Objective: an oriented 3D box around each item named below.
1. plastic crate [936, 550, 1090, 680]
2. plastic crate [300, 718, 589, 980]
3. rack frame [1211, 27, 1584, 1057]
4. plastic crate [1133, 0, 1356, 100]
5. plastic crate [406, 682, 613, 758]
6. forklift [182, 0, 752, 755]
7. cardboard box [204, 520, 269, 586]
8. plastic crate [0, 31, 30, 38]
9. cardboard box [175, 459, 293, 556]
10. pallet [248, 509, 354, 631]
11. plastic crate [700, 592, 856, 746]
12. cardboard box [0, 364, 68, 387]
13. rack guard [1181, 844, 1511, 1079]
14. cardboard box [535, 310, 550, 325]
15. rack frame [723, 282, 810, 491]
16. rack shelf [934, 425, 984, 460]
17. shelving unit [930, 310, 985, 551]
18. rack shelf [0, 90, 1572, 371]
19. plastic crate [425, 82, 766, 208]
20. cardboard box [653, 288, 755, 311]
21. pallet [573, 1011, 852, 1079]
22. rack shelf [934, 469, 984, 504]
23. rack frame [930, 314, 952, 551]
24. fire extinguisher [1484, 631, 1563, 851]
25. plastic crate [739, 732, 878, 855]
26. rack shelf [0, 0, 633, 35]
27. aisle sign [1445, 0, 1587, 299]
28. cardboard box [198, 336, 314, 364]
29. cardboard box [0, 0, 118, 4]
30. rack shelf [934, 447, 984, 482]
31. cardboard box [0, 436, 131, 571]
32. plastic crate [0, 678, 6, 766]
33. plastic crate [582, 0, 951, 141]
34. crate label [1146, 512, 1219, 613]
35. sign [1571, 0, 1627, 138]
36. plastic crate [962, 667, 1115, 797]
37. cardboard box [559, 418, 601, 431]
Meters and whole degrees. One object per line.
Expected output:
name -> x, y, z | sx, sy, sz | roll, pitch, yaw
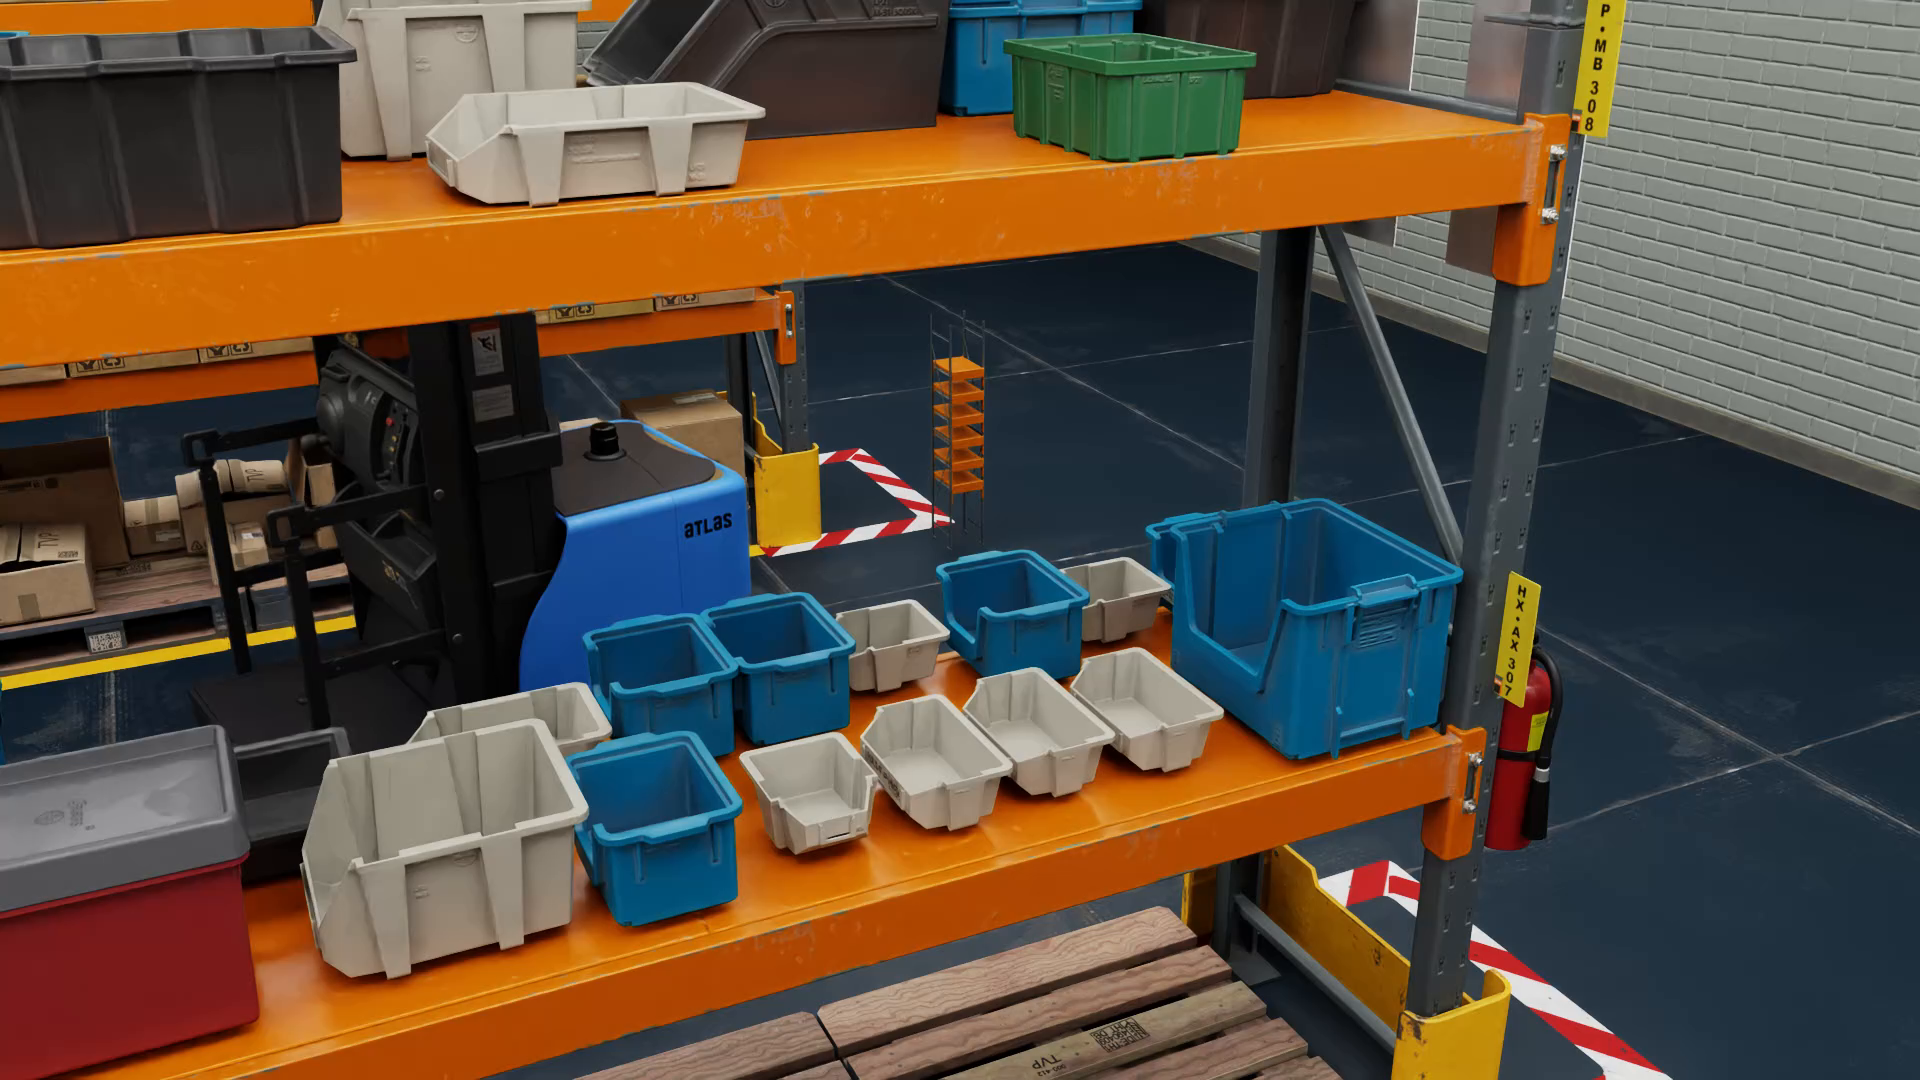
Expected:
plastic crate -> 0.137, 0.217, 4.444 | 0.300, 0.233, 0.416 | -10, 25, -24
plastic crate -> -1.053, 0.632, 3.379 | 0.530, 0.282, 0.437 | -10, 25, -24
rack frame -> 1.095, 0.131, 4.512 | 0.127, 3.000, 1.000 | -10, 25, -24
plastic crate -> 0.628, -1.227, 4.041 | 0.590, 0.269, 0.497 | -10, 25, -24
plastic crate -> -1.070, 0.496, 3.896 | 0.466, 0.136, 0.293 | -10, 25, -24
forklift -> -2.307, -0.414, 5.918 | 3.031, 2.935, 1.130 | -17, 28, -35
cardboard box -> -3.407, 0.050, 7.835 | 0.250, 0.166, 0.380 | -10, 25, -24
plastic crate -> -1.827, -0.775, 2.998 | 0.300, 0.233, 0.416 | -10, 25, -24
cardboard box -> -3.588, -0.191, 8.230 | 0.500, 0.311, 0.500 | -10, 25, -24
pallet -> -2.934, 0.058, 8.335 | 1.213, 0.211, 1.003 | -10, 25, -24
plastic crate -> -0.456, 0.326, 4.180 | 0.300, 0.233, 0.416 | -10, 25, -24
cardboard box -> -4.076, -0.950, 6.993 | 0.500, 0.500, 0.500 | -10, 24, -22
rack guard -> 1.111, 1.277, 5.011 | 0.348, 0.500, 1.175 | -10, 25, -24
cardboard box -> -2.253, -1.287, 7.806 | 0.500, 0.500, 0.500 | -10, 25, -23
rack frame -> -1.050, -1.577, 8.638 | 0.127, 3.000, 1.000 | -10, 25, -24
rack shelf -> -0.013, -0.511, 8.532 | 0.180, 0.103, 0.258 | -10, 25, -24
shelving unit -> -0.013, -0.552, 8.515 | 0.189, 1.200, 0.258 | -10, 25, -24
rack shelf -> -0.707, -0.591, 3.275 | 4.000, 0.370, 1.077 | -10, 25, -24
plastic crate -> -0.659, -0.705, 2.954 | 0.530, 0.136, 0.437 | -10, 25, -24
cardboard box -> -1.335, -1.455, 8.212 | 0.500, 0.500, 0.500 | -10, 24, -22
pallet -> -0.762, 1.744, 4.262 | 1.213, 0.211, 1.003 | -10, 25, -24
rack shelf -> -0.013, -0.289, 8.624 | 0.180, 0.103, 0.258 | -10, 25, -24
rack frame -> -0.095, -0.537, 8.478 | 0.006, 1.200, 0.240 | -10, 25, -24
fire extinguisher -> 1.428, 0.470, 4.280 | 0.183, 0.674, 0.296 | -10, 25, -24
plastic crate -> -0.327, 0.576, 3.703 | 0.250, 0.136, 0.298 | -10, 25, -24
rack shelf -> -2.852, -2.299, 7.400 | 4.000, 0.370, 1.077 | -10, 25, -24
aisle sign -> 1.287, -0.981, 3.800 | 0.004, 0.787, 0.394 | -10, 25, -24
cardboard box -> -3.165, -1.118, 7.399 | 0.500, 0.500, 0.500 | -11, 25, -24
cardboard box -> -3.656, -2.307, 6.675 | 0.500, 0.250, 0.500 | -10, 25, -24
rack shelf -> -0.013, -0.400, 8.578 | 0.180, 0.103, 0.258 | -10, 25, -24
cardboard box -> -4.263, -0.154, 7.893 | 0.500, 0.500, 0.500 | -10, 25, -24
plastic crate -> -2.236, 0.579, 3.372 | 0.575, 0.384, 0.392 | -10, 25, -24
plastic crate -> -0.400, -1.068, 3.567 | 0.767, 0.338, 0.504 | -10, 25, -24
crate label -> 0.730, 0.108, 4.708 | 0.303, 0.233, 0.416 | -10, 25, -24
sign -> 1.349, -1.020, 3.507 | 0.005, 0.325, 0.100 | -10, 25, -24
plastic crate -> 0.172, 0.466, 3.969 | 0.243, 0.136, 0.396 | -10, 25, -24
cardboard box -> -2.113, -0.434, 8.897 | 0.500, 0.250, 0.500 | -10, 25, -24
